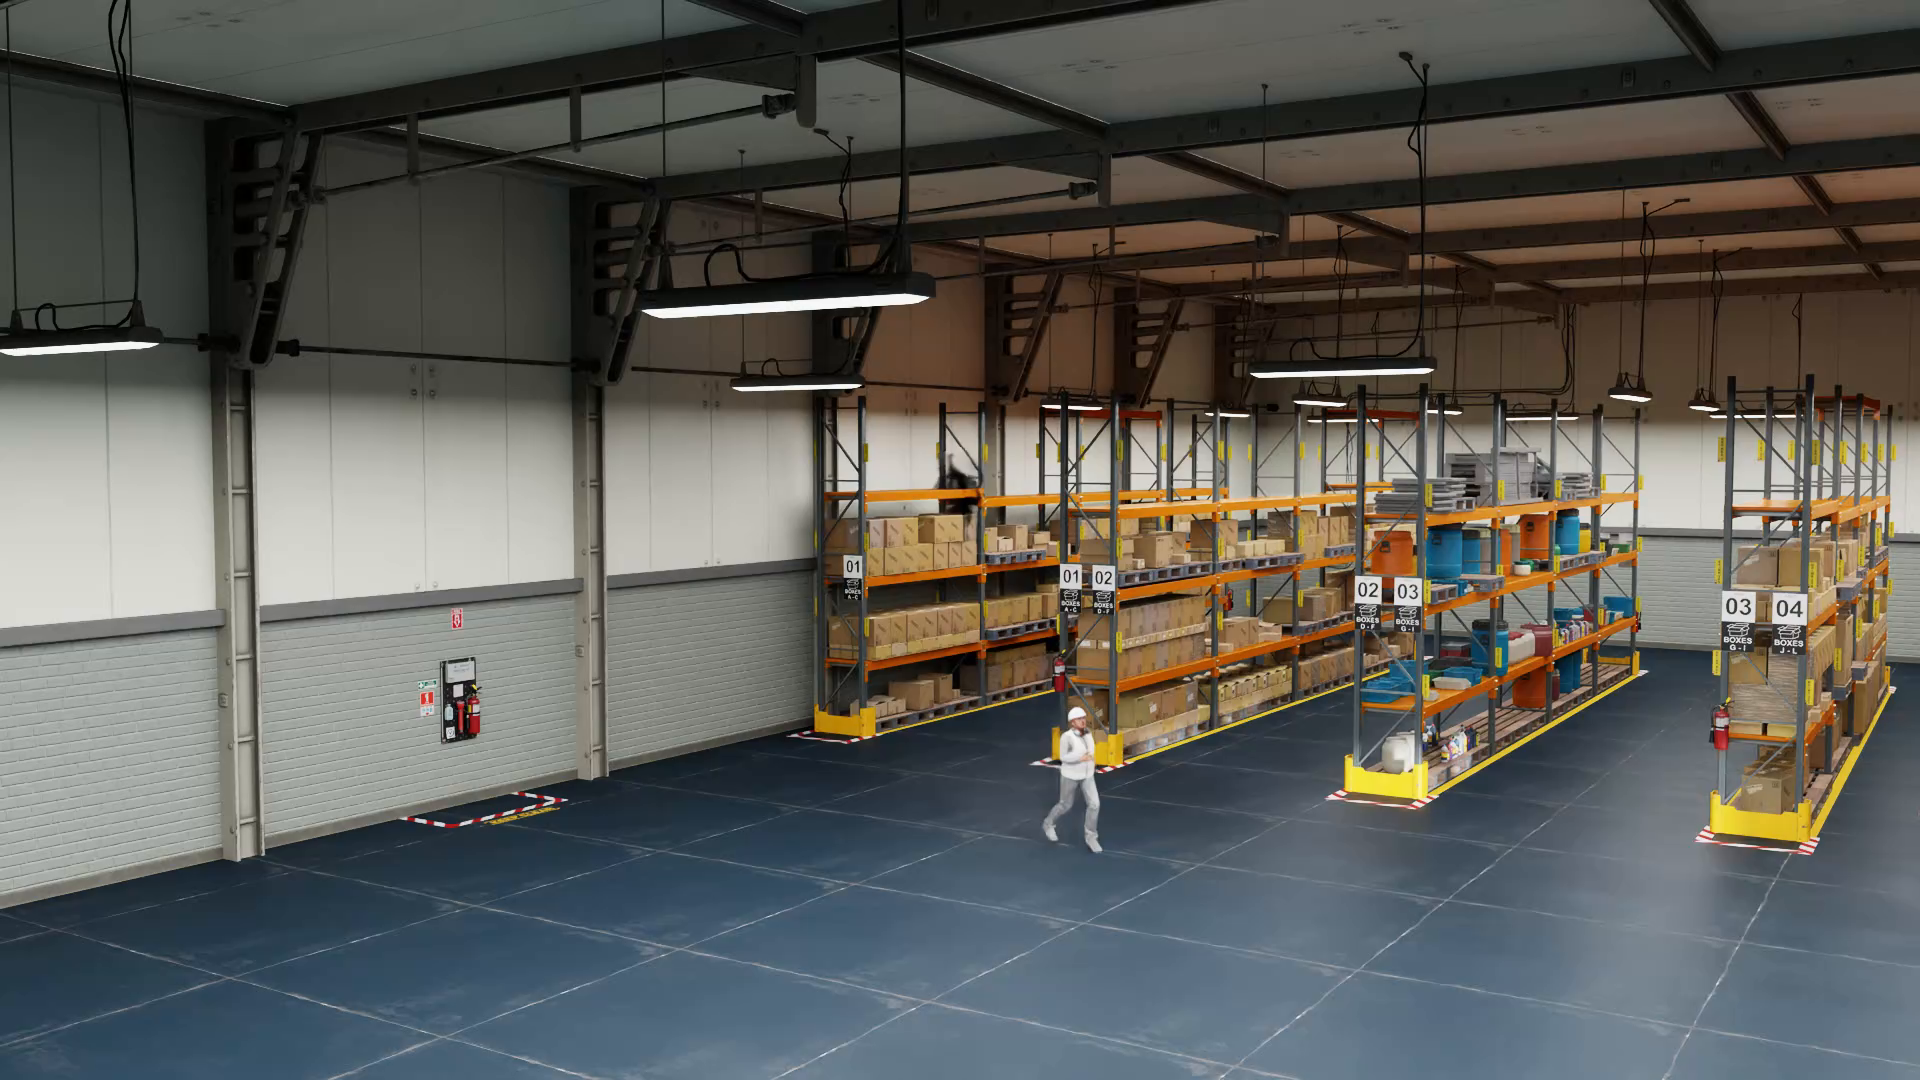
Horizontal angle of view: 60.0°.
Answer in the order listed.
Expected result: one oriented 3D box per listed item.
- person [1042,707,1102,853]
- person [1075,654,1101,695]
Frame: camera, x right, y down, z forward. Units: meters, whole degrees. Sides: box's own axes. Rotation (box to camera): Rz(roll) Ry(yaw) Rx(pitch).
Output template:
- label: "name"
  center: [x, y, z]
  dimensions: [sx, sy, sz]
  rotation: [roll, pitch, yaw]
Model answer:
- label: "person"
  center: [1.455, 3.010, 21.075]
  dimensions: [0.663, 1.820, 0.908]
  rotation: [-2, 4, -34]
- label: "person"
  center: [2.445, 2.266, 30.672]
  dimensions: [0.663, 1.748, 0.780]
  rotation: [1, 3, 23]
